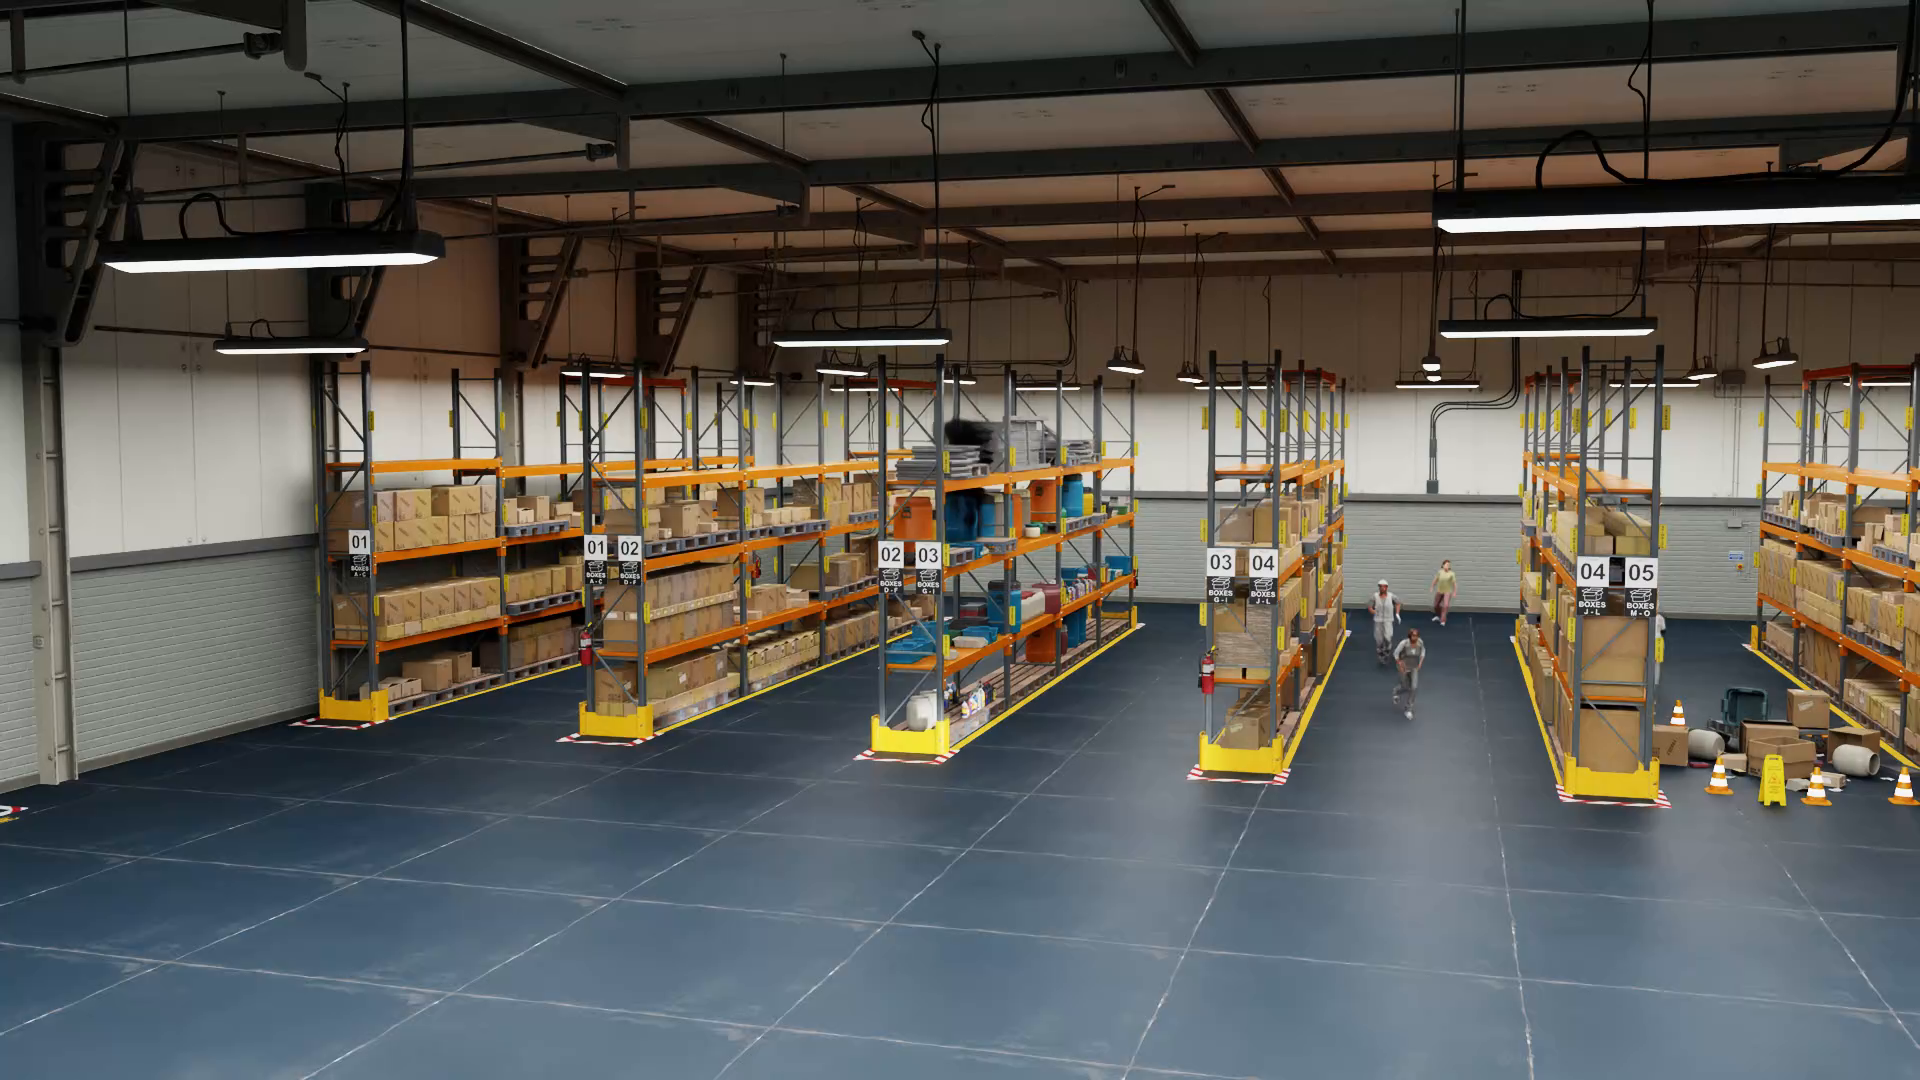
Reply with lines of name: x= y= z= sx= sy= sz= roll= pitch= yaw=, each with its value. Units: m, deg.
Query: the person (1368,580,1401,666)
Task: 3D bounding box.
person: x=8.645 y=1.689 z=33.902 sx=0.651 sy=1.766 sz=0.772 roll=1 pitch=4 yaw=17

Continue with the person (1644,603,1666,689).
person: x=12.848 y=1.965 z=30.930 sx=0.585 sy=1.675 sz=0.964 roll=1 pitch=4 yaw=14

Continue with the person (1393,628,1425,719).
person: x=7.608 y=2.234 z=28.336 sx=0.548 sy=1.551 sz=0.853 roll=-1 pitch=4 yaw=-11

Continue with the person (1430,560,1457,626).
person: x=11.879 y=1.279 z=40.840 sx=0.662 sy=1.613 sz=0.700 roll=2 pitch=5 yaw=25
